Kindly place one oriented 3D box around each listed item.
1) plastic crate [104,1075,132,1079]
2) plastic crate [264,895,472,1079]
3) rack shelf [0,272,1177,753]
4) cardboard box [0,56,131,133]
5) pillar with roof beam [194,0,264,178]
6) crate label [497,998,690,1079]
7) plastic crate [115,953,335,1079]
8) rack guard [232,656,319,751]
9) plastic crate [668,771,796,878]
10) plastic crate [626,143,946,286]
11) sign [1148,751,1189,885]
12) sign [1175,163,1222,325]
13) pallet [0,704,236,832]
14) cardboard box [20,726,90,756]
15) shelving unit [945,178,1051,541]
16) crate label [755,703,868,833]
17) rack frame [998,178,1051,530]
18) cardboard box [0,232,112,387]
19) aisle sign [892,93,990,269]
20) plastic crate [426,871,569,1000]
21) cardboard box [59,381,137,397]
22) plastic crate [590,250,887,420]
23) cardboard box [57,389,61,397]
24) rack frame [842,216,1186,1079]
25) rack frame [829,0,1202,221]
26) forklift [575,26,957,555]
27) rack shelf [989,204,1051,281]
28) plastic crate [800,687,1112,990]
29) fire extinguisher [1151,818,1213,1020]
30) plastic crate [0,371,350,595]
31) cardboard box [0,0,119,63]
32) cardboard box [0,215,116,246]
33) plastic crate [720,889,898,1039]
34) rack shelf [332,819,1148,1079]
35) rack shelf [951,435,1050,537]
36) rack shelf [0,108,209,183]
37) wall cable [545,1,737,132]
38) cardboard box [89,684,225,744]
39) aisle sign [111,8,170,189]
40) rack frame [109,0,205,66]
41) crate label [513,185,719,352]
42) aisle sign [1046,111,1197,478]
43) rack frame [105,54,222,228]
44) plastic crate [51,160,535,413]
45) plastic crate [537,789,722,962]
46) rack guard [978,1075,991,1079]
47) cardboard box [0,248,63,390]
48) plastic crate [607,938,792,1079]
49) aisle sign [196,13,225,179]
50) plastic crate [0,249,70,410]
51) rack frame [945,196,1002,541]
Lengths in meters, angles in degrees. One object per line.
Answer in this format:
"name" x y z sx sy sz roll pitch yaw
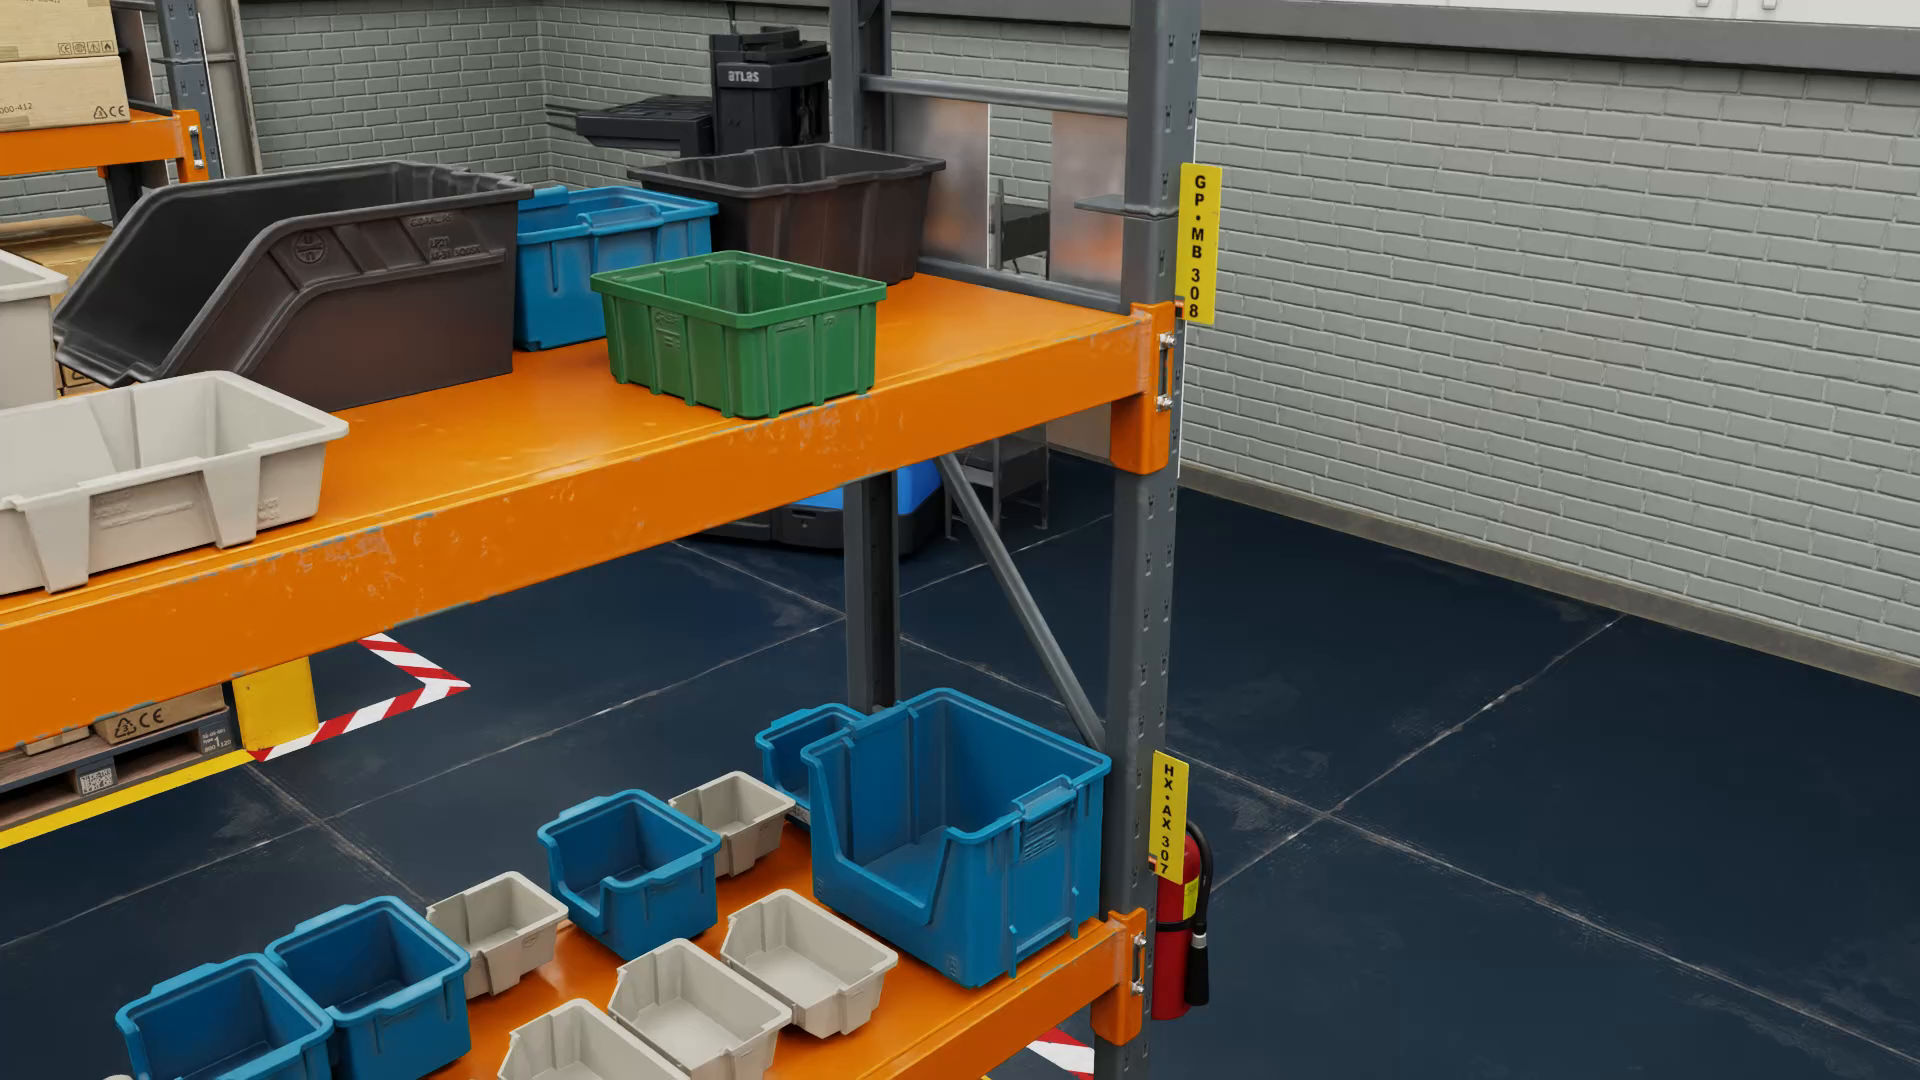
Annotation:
"plastic crate" -1.703 1.204 3.046 0.293 0.136 0.466 19 28 41
"plastic crate" -1.238 0.973 3.513 0.416 0.233 0.300 19 28 41
"rack shelf" -1.307 0.053 2.578 1.077 0.370 4.000 19 28 41
"cardboard box" -3.627 -1.770 6.526 0.500 0.250 0.500 19 28 41
"pillar with roof beam" -2.662 -4.510 9.265 9.100 9.000 0.400 19 28 41
"crate label" -0.740 1.102 3.311 0.396 0.136 0.243 19 28 41
"plastic crate" -1.448 1.050 3.312 0.416 0.233 0.300 19 28 41
"rack guard" -3.511 0.549 7.950 1.175 0.500 0.348 19 28 41
"plastic crate" -0.603 0.741 4.250 0.250 0.136 0.298 19 28 41
"plastic crate" -0.380 -0.707 3.734 0.497 0.269 0.590 19 28 41
"sign" 0.494 0.660 3.948 0.100 0.325 0.005 19 28 41
"sign" 0.494 -0.615 3.458 0.100 0.325 0.005 19 28 41
"pallet" -4.066 0.889 7.468 1.003 0.211 1.213 19 28 41
"cardboard box" -4.008 0.763 7.246 0.380 0.166 0.250 19 28 41
"shelving unit" 0.225 -1.018 9.797 0.431 2.100 0.503 16 26 36
"crate label" -0.320 0.634 4.393 0.416 0.233 0.303 19 28 41
"rack frame" 0.380 -1.086 9.973 0.400 2.100 0.015 16 26 36
"cardboard box" -3.571 -0.968 6.878 0.500 0.500 0.500 19 28 40
"aisle sign" -0.074 -0.703 4.100 0.394 0.787 0.004 19 28 41
"plastic crate" -1.076 0.915 3.796 0.250 0.136 0.298 19 28 41
"cardboard box" -3.575 -0.501 7.058 0.500 0.500 0.500 -19 28 -40
"plastic crate" -0.395 -0.373 2.979 0.450 0.188 0.336 19 28 41
"cardboard box" -3.935 -0.367 6.709 0.500 0.500 0.500 20 28 41
"rack frame" 0.088 0.603 4.325 1.000 3.000 0.127 19 28 41
"rack frame" 0.088 -2.197 3.248 1.000 3.000 0.127 19 28 41
"forklift" -1.569 -1.552 10.027 3.031 2.935 1.130 7 22 17
"rack shelf" 0.225 -1.659 9.550 0.431 0.518 0.480 16 26 36
"plastic crate" -0.011 0.691 3.962 0.616 0.435 0.499 19 28 41
"fire extinguisher" 0.519 0.888 4.210 0.296 0.674 0.183 19 28 41
"plastic crate" -1.175 -0.081 2.290 0.437 0.136 0.530 19 28 41
"cardboard box" -3.634 -2.005 6.442 0.500 0.250 0.500 19 28 41
"cardboard box" -3.956 -1.103 7.230 0.500 0.500 0.500 -19 28 -40
"plastic crate" -0.351 0.953 3.698 0.396 0.136 0.243 19 28 41
"rack shelf" -1.307 1.453 3.116 1.077 0.370 4.000 19 28 41
"rack shelf" 0.225 -0.352 10.053 0.431 0.518 0.480 16 26 36
"rack shelf" -4.853 -1.188 5.806 1.077 0.370 4.000 19 28 41
"wall cable" -2.808 -4.592 13.806 3.097 2.526 0.112 19 28 41
"cardboard box" -3.661 0.525 7.398 0.500 0.500 0.500 19 28 41
"aisle sign" -3.621 -1.942 7.323 0.394 0.787 0.004 19 28 41
"rack frame" -3.458 -3.438 6.476 1.000 3.000 0.127 19 28 41
"crate label" -0.787 -0.571 3.406 0.408 0.251 0.502 19 28 41
"aisle sign" 0.349 -0.556 3.716 0.394 0.787 0.004 19 28 41
"rack frame" -3.458 -0.638 7.553 1.000 3.000 0.127 19 28 41
"plastic crate" -1.174 -0.444 2.955 0.504 0.338 0.767 19 28 41
"plastic crate" -0.779 0.804 3.953 0.416 0.233 0.300 19 28 41
"rack guard" 0.096 1.760 4.798 1.175 0.500 0.348 19 28 41
"cardboard box" -3.923 -0.838 6.540 0.500 0.500 0.500 -19 28 -41
"plastic crate" -0.563 1.024 3.513 0.396 0.136 0.243 19 28 41
"aisle sign" -3.191 -1.792 6.932 0.394 0.787 0.004 19 28 41
"plastic crate" -1.679 -0.249 2.526 0.437 0.282 0.530 19 28 41
"rack frame" 0.071 -0.950 9.620 0.400 2.100 0.015 16 26 36
